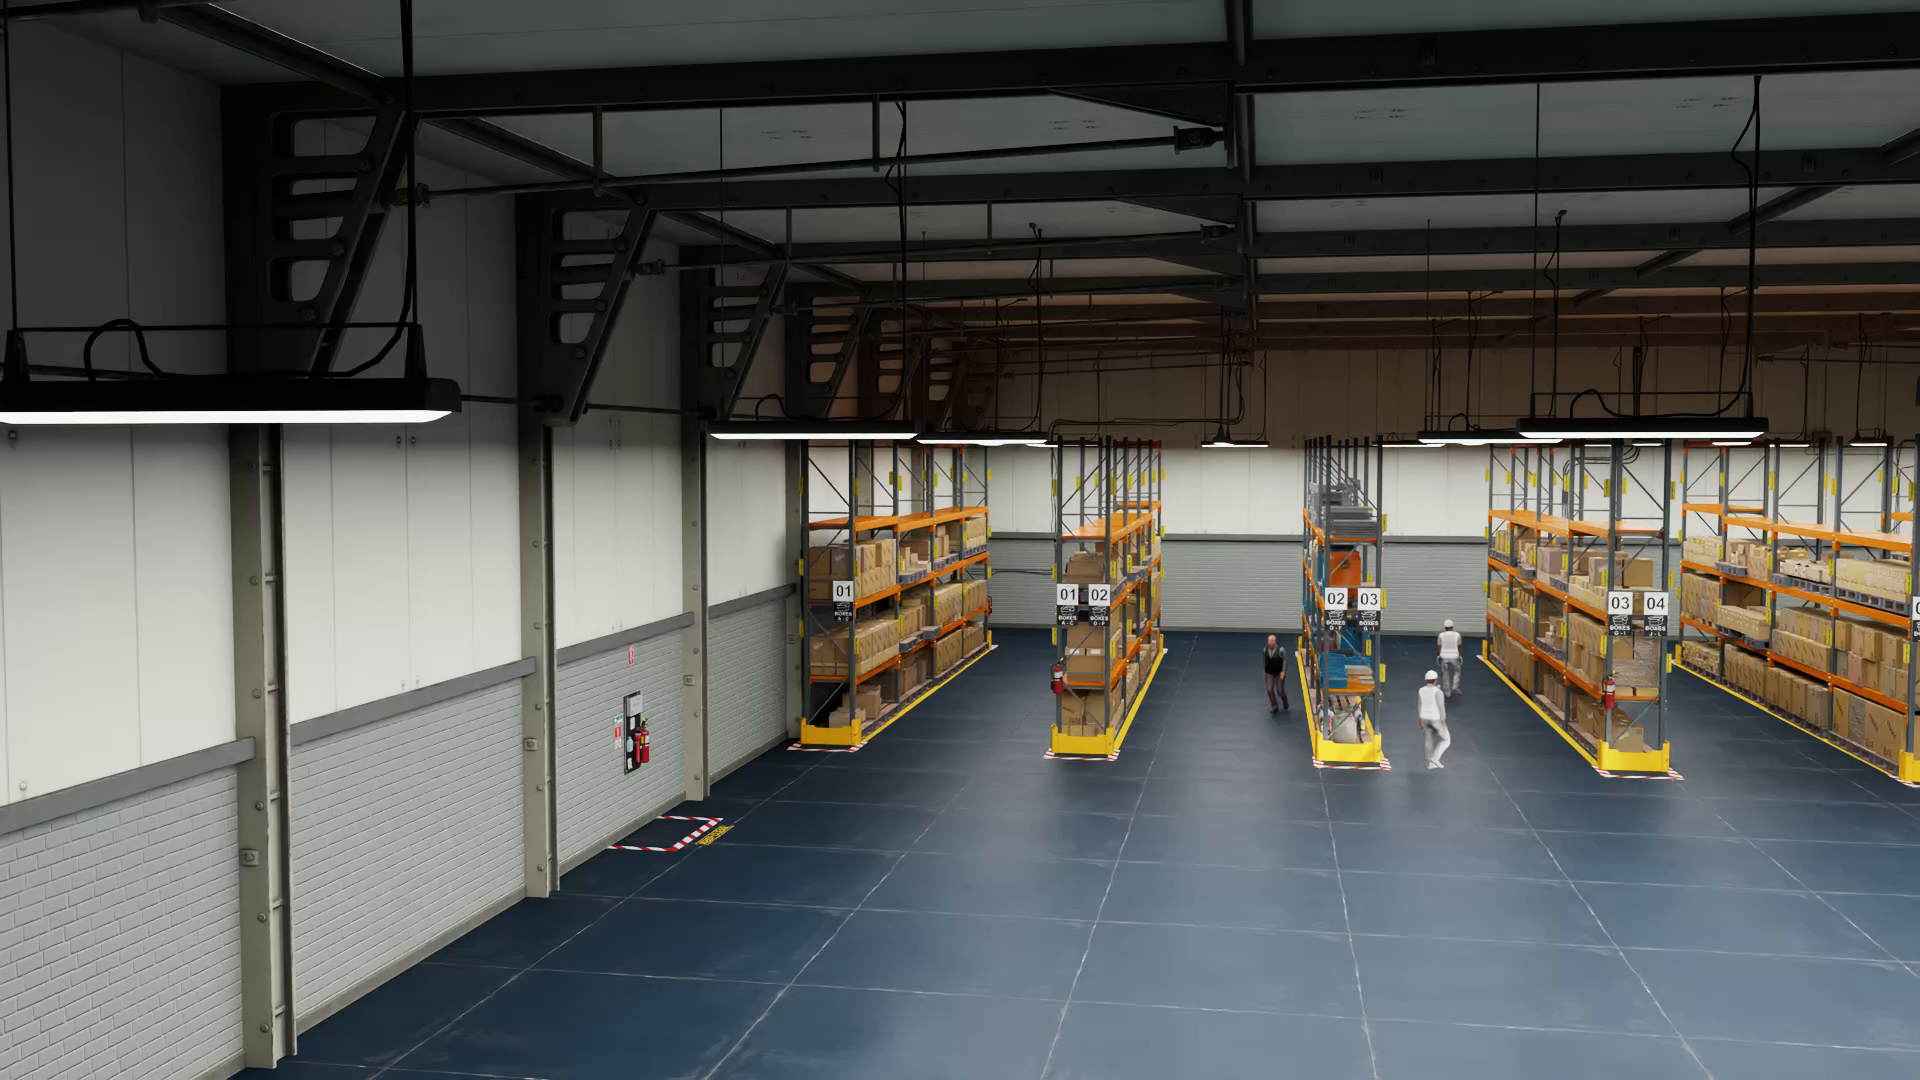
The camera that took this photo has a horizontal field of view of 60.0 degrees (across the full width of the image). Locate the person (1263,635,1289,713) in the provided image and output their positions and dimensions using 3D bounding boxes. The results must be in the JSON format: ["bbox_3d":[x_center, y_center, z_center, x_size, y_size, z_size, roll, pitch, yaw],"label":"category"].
[{"bbox_3d":[6.914,2.915,36.354,0.598,1.695,0.611,2,4,30],"label":"person"}]

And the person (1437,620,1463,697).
[{"bbox_3d":[11.367,2.749,38.602,0.586,1.782,0.521,1,3,13],"label":"person"}]

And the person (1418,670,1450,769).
[{"bbox_3d":[8.470,3.232,29.842,0.484,1.761,0.635,-3,4,-40],"label":"person"}]
